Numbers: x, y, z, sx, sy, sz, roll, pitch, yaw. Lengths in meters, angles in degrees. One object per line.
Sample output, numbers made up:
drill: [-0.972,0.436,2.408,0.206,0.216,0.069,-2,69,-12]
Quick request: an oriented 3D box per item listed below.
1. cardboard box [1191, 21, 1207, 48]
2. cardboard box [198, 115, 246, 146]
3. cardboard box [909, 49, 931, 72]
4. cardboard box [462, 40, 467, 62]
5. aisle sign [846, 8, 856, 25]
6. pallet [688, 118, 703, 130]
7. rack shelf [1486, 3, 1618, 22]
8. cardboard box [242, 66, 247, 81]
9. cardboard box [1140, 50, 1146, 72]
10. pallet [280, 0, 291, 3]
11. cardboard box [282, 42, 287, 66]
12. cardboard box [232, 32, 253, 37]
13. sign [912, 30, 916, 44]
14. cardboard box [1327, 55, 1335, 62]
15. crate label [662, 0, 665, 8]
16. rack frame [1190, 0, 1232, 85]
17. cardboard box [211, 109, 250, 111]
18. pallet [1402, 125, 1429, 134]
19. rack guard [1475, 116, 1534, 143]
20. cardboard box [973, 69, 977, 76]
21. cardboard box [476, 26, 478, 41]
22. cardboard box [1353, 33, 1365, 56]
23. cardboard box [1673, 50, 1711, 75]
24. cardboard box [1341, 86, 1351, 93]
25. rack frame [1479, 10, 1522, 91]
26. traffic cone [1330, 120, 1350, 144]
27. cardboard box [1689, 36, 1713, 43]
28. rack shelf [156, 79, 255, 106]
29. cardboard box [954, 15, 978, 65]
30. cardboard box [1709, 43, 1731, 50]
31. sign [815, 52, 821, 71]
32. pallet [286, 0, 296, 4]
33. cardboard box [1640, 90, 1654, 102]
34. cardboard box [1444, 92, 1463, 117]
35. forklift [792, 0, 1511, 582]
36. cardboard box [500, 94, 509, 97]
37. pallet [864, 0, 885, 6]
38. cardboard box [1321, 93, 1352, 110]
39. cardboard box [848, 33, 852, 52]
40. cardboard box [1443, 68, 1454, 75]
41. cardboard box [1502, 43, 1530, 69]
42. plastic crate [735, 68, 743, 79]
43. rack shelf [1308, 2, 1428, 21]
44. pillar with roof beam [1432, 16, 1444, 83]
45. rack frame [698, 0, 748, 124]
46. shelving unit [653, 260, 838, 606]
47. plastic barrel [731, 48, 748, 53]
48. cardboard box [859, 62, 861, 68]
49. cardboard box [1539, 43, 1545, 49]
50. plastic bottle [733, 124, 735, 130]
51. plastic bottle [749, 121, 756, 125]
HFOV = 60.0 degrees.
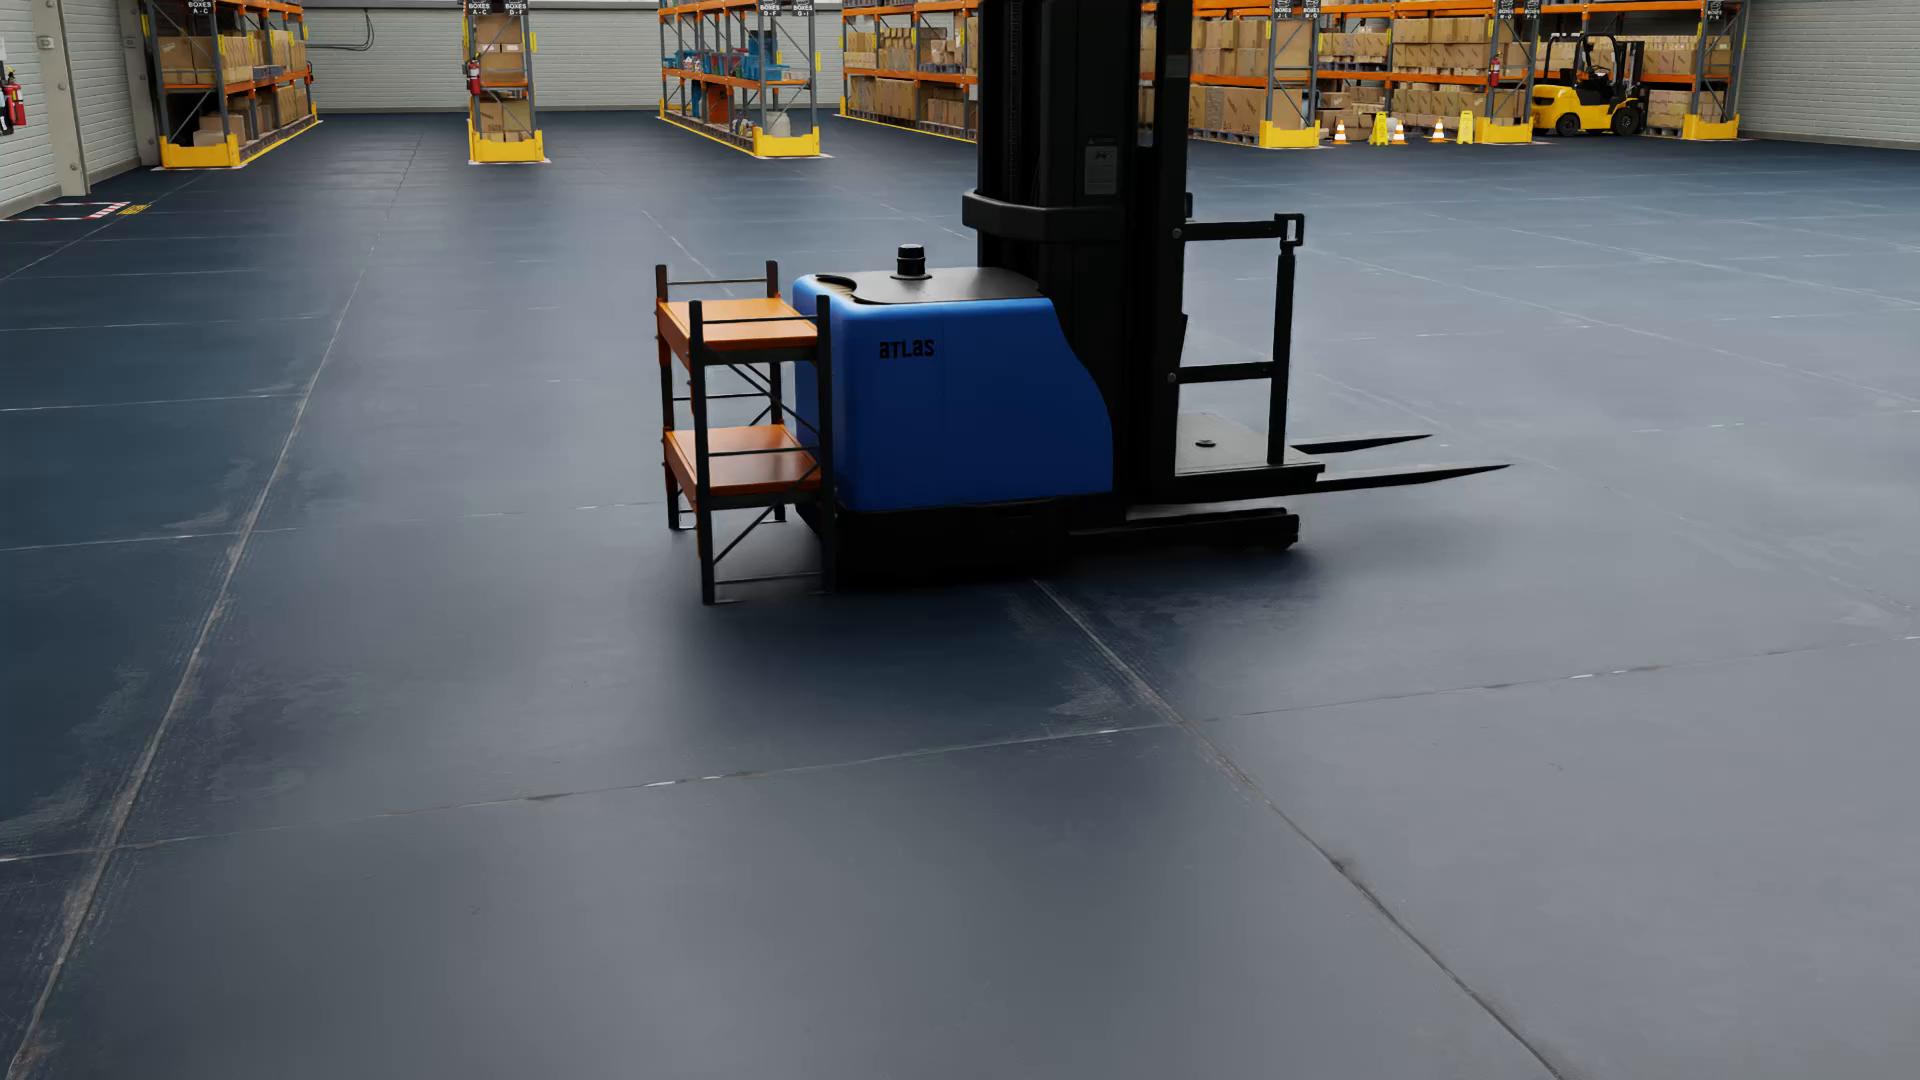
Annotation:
cardboard box: [5.436,-10.783,35.497,0.875,0.550,0.550,-5,17,-15]
cardboard box: [-13.031,-7.230,29.387,0.700,0.500,0.500,-6,18,-19]
cardboard box: [-0.902,-11.206,38.869,0.500,0.500,0.500,-4,17,-14]
cardboard box: [-11.238,-11.465,39.004,0.700,0.500,0.500,-12,20,-34]
aisle sign: [-3.035,-14.495,45.474,0.394,0.787,0.004,-5,17,-15]
pallet: [-5.879,-9.865,39.428,1.003,0.211,1.213,-5,17,-15]
rack shelf: [14.322,-12.757,40.242,1.077,0.370,4.000,-5,17,-15]
cardboard box: [-13.013,-8.314,29.642,0.500,0.250,0.500,-5,17,-16]
cardboard box: [4.413,-11.027,38.276,0.500,0.500,0.500,-5,17,-15]
pallet: [-16.130,-12.594,38.604,1.003,0.211,1.213,-5,17,-15]
cardboard box: [-15.266,-10.785,36.915,0.500,0.500,0.500,-5,17,-15]
cardboard box: [-14.590,-10.254,33.810,0.380,0.149,0.250,-8,18,-24]
sign: [-1.061,-11.551,38.178,0.100,0.325,0.005,-5,17,-15]
cardboard box: [9.043,-11.563,39.938,0.380,0.149,0.250,-5,17,-15]
crate label: [-7.546,-13.947,43.212,0.408,0.251,0.502,-5,17,-15]
rack frame: [5.368,-10.299,36.023,1.000,3.000,0.127,-5,17,-15]
cardboard box: [-14.125,-8.114,32.332,0.700,0.500,0.500,-5,17,-16]
pallet: [10.318,-9.199,37.211,1.003,0.211,1.213,-5,17,-15]
rack guard: [11.178,-8.435,34.165,1.175,0.500,0.348,-5,17,-15]
cardboard box: [0.493,-9.594,34.113,0.380,0.149,0.250,-5,17,-15]
cardboard box: [-8.687,-9.560,31.134,0.700,0.500,0.500,-5,17,-15]
cardboard box: [9.479,-11.499,38.599,0.500,0.500,0.500,-4,17,-13]
cardboard box: [15.583,-10.168,35.415,0.500,0.500,0.500,-5,17,-16]
cardboard box: [11.650,-13.260,49.489,0.797,0.503,0.637,-5,18,-17]
rack frame: [13.772,-12.218,42.412,1.000,3.000,0.127,-5,17,-15]
traffic cone: [7.687,-8.236,33.567,0.336,0.463,0.334,-5,17,-15]
cardboard box: [15.669,-10.588,35.169,0.380,0.149,0.250,-5,17,-15]
rack shelf: [-13.167,-7.862,29.161,1.077,0.370,4.000,-5,17,-15]
cardboard box: [0.487,-10.654,35.432,1.000,1.000,1.000,-5,17,-15]
cardboard box: [16.127,-10.478,35.318,0.380,0.149,0.250,-5,17,-17]
sign: [-2.562,-8.611,29.925,0.100,0.325,0.005,-5,17,-15]
pallet: [-16.462,-12.931,39.725,1.003,0.211,1.213,-5,17,-15]
cardboard box: [15.250,-9.750,36.509,0.500,0.250,0.500,-4,17,-15]
cardboard box: [10.581,-9.200,35.112,0.500,0.500,0.500,-4,17,-13]
forklift: [0.869,-1.477,6.774,3.031,2.935,1.130,-5,18,-17]
cardboard box: [-11.674,-10.900,41.598,0.797,0.503,0.637,-5,17,-15]
pallet: [-1.842,-13.769,42.515,1.003,0.211,1.213,-5,17,-15]
cardboard box: [8.396,-9.734,37.173,0.500,0.500,0.500,-5,17,-15]
cardboard box: [-2.717,-13.391,44.758,0.500,0.500,0.500,-5,17,-17]
cardboard box: [10.472,-9.926,35.219,0.380,0.149,0.250,-5,17,-16]
cardboard box: [11.335,-9.955,34.187,0.500,0.500,0.500,-5,17,-16]
plastic crate: [-4.089,-9.044,32.213,0.450,0.188,0.662,-5,17,-15]
rack shelf: [9.550,-12.363,38.933,1.077,0.370,4.000,-5,17,-15]
pillar with roof beam: [9.209,-16.121,44.978,9.100,9.000,0.400,-5,17,-15]
rack frame: [-5.290,-10.649,37.190,1.000,3.000,0.127,-5,17,-15]
shelving unit: [-0.856,-0.461,6.531,0.538,1.125,1.048,-5,17,-16]
plastic barrel: [-4.871,-10.610,36.823,0.600,0.536,0.708,-5,17,-15]
cardboard box: [-2.449,-12.511,43.826,0.380,0.149,0.250,-4,17,-14]
cardboard box: [14.184,-11.898,40.046,0.380,0.149,0.250,-5,17,-15]
plastic bottle: [-4.497,-8.262,33.344,0.097,0.201,0.097,0,17,0]
plastic bottle: [-4.064,-8.042,32.480,0.152,0.276,0.135,-5,17,-15]
